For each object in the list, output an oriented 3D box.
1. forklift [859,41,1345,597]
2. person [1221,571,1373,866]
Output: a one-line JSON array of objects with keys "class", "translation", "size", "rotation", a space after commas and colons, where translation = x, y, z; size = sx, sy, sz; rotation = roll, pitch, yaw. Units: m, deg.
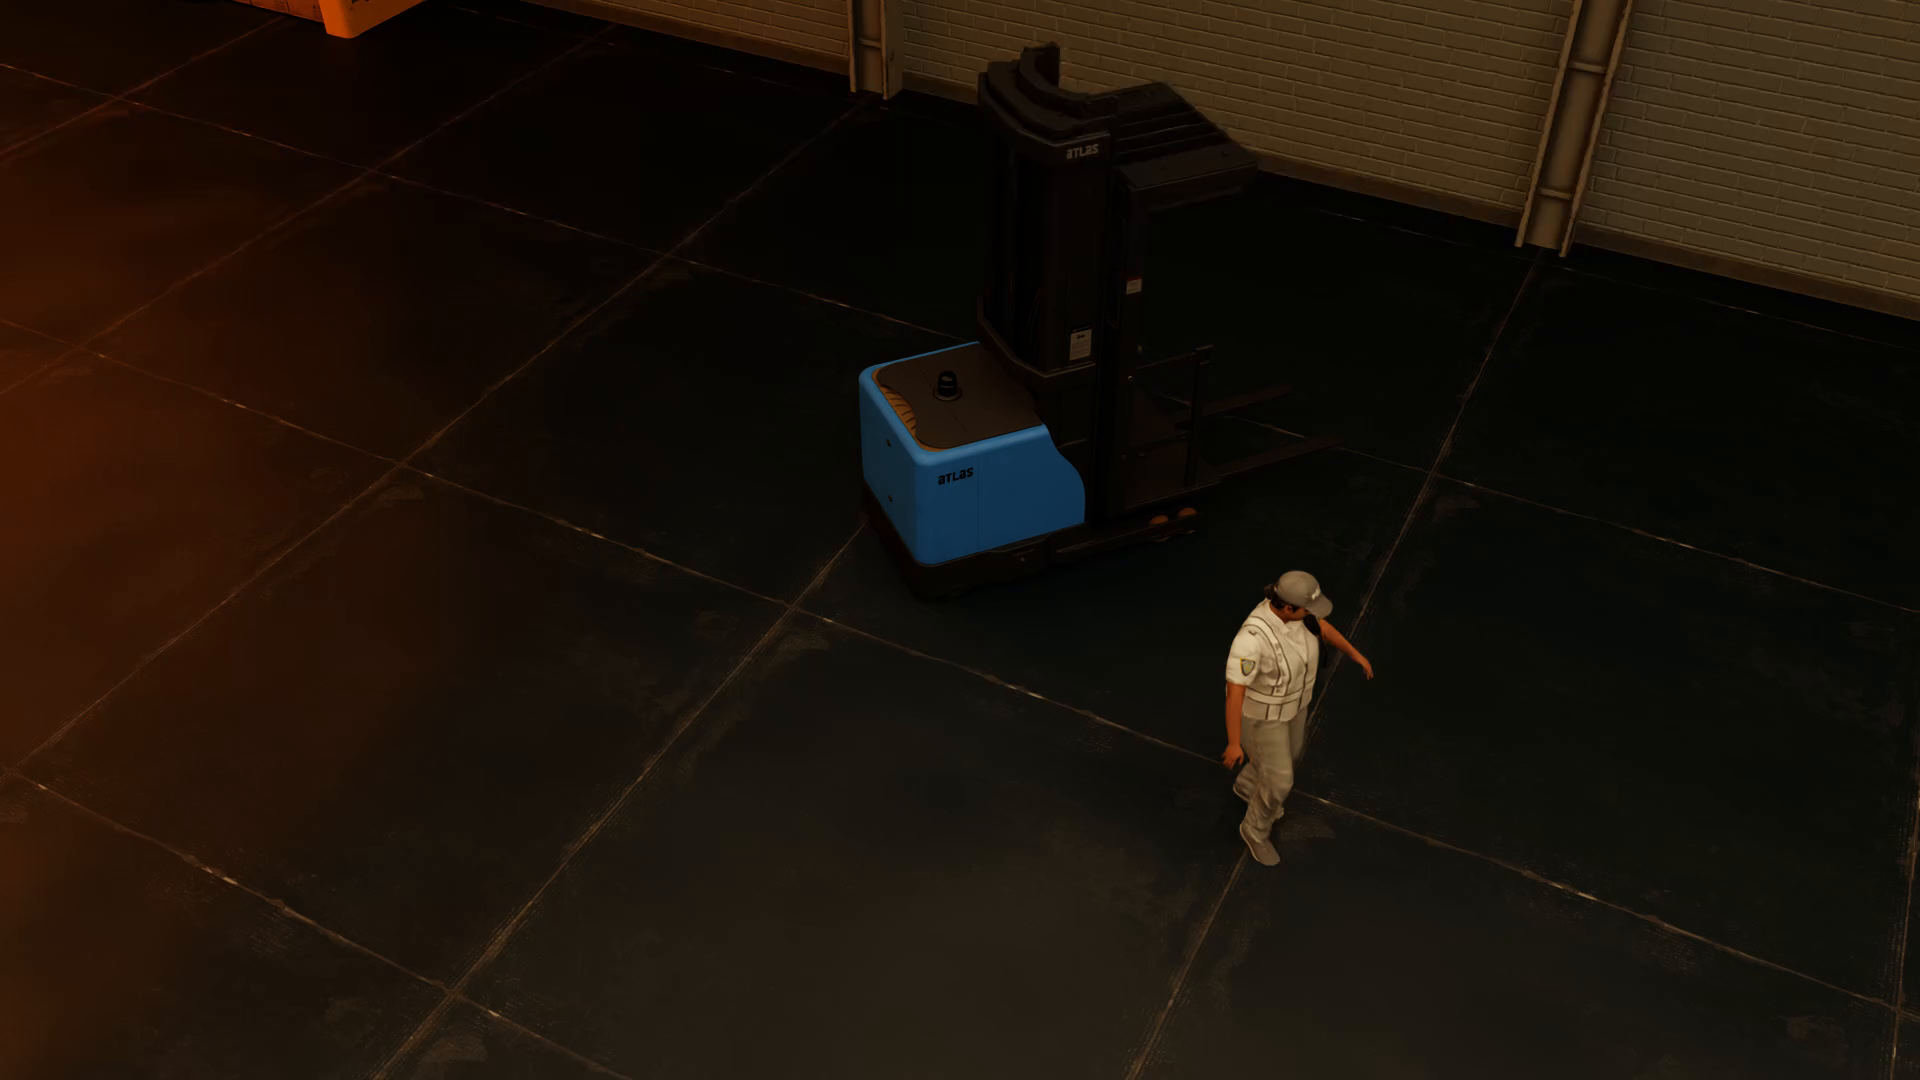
[{"class": "forklift", "translation": [0.952, -1.405, 9.654], "size": [3.031, 2.935, 1.130], "rotation": [-16, 43, -18]}, {"class": "person", "translation": [1.548, 0.832, 8.051], "size": [0.880, 1.693, 0.517], "rotation": [-32, 50, -32]}]
